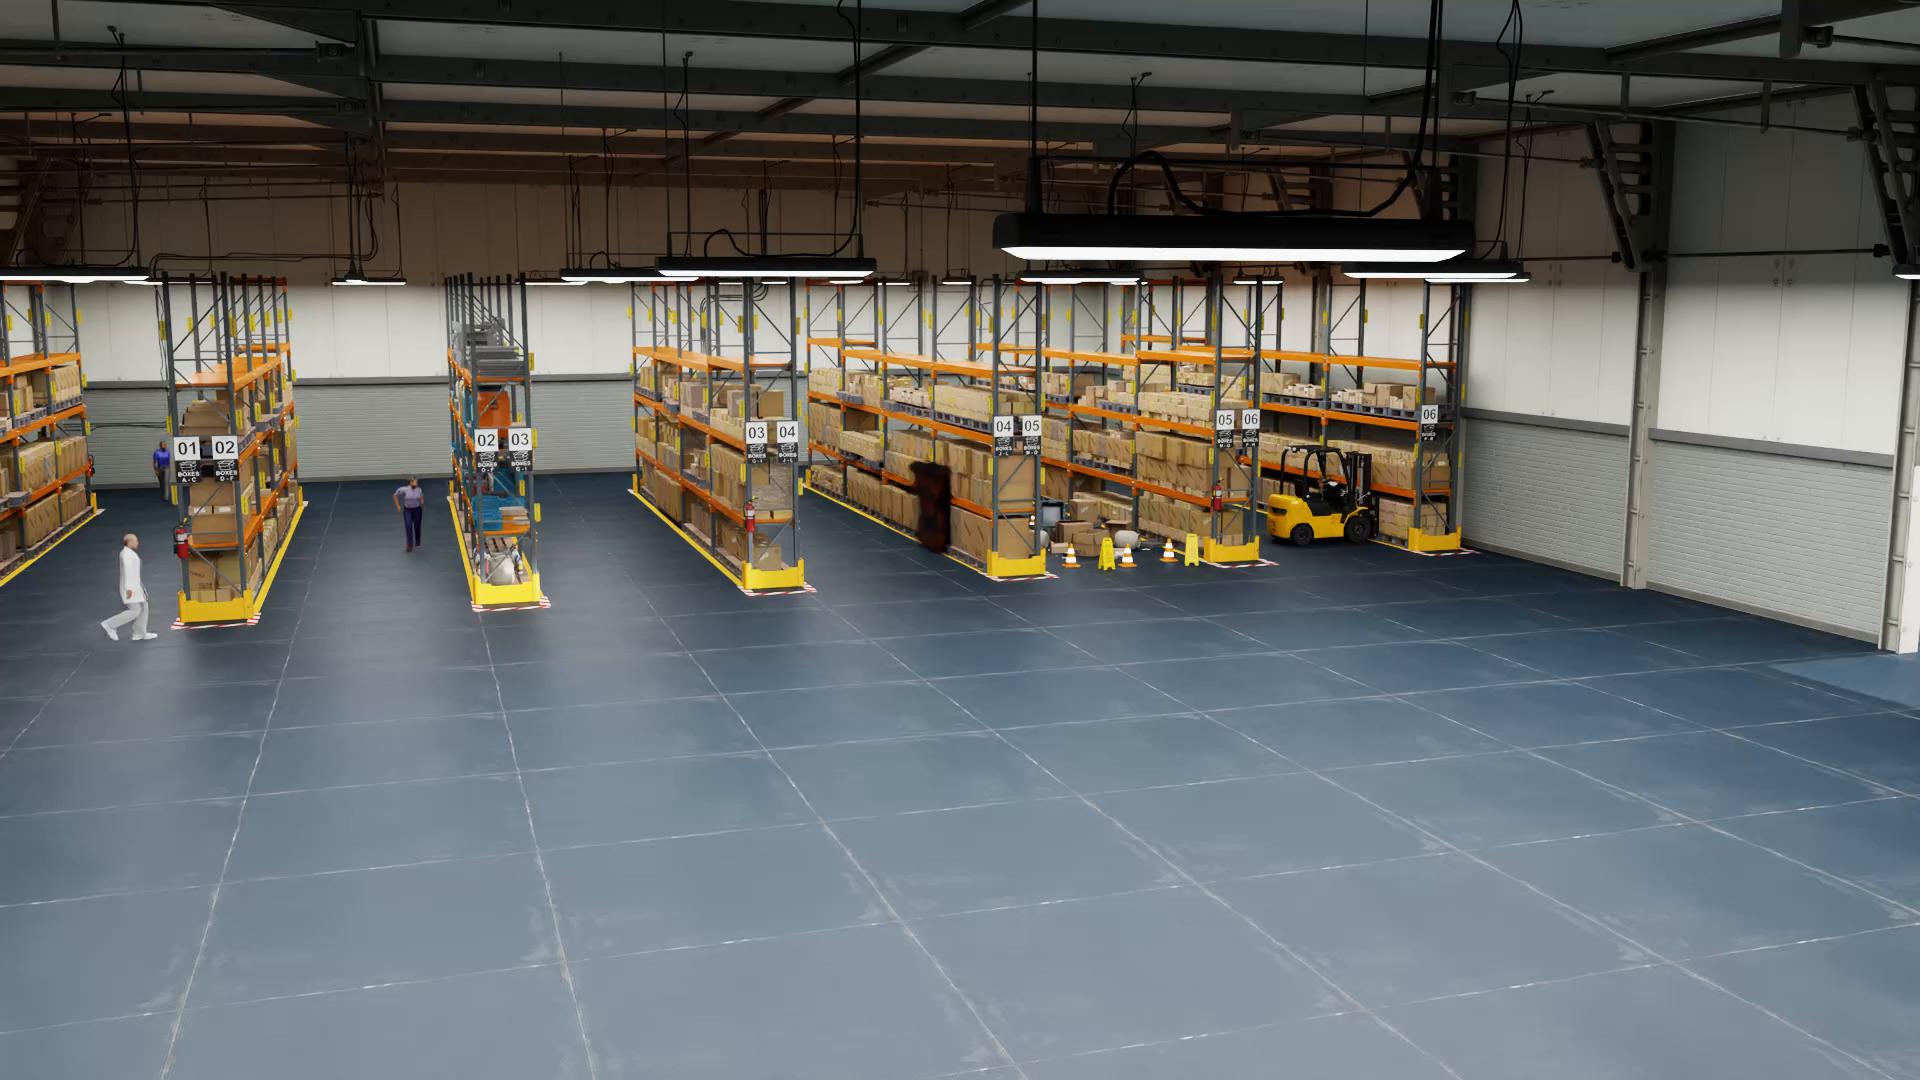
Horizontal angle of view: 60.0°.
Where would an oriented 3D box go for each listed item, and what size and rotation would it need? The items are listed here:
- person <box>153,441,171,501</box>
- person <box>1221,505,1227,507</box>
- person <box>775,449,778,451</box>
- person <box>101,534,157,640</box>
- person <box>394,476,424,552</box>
[{"bbox_3d":[-21.660,-1.888,45.176,0.407,1.599,0.994,-2,9,-15],"label":"person"},{"bbox_3d":[6.231,-1.096,39.460,0.438,1.790,0.556,2,9,13],"label":"person"},{"bbox_3d":[-4.671,-1.475,42.205,0.540,1.680,0.991,-2,9,-14],"label":"person"},{"bbox_3d":[-13.546,0.776,27.031,0.780,1.746,0.649,-3,9,-17],"label":"person"},{"bbox_3d":[-12.095,-0.603,36.516,0.626,1.600,1.007,-2,9,-15],"label":"person"}]
